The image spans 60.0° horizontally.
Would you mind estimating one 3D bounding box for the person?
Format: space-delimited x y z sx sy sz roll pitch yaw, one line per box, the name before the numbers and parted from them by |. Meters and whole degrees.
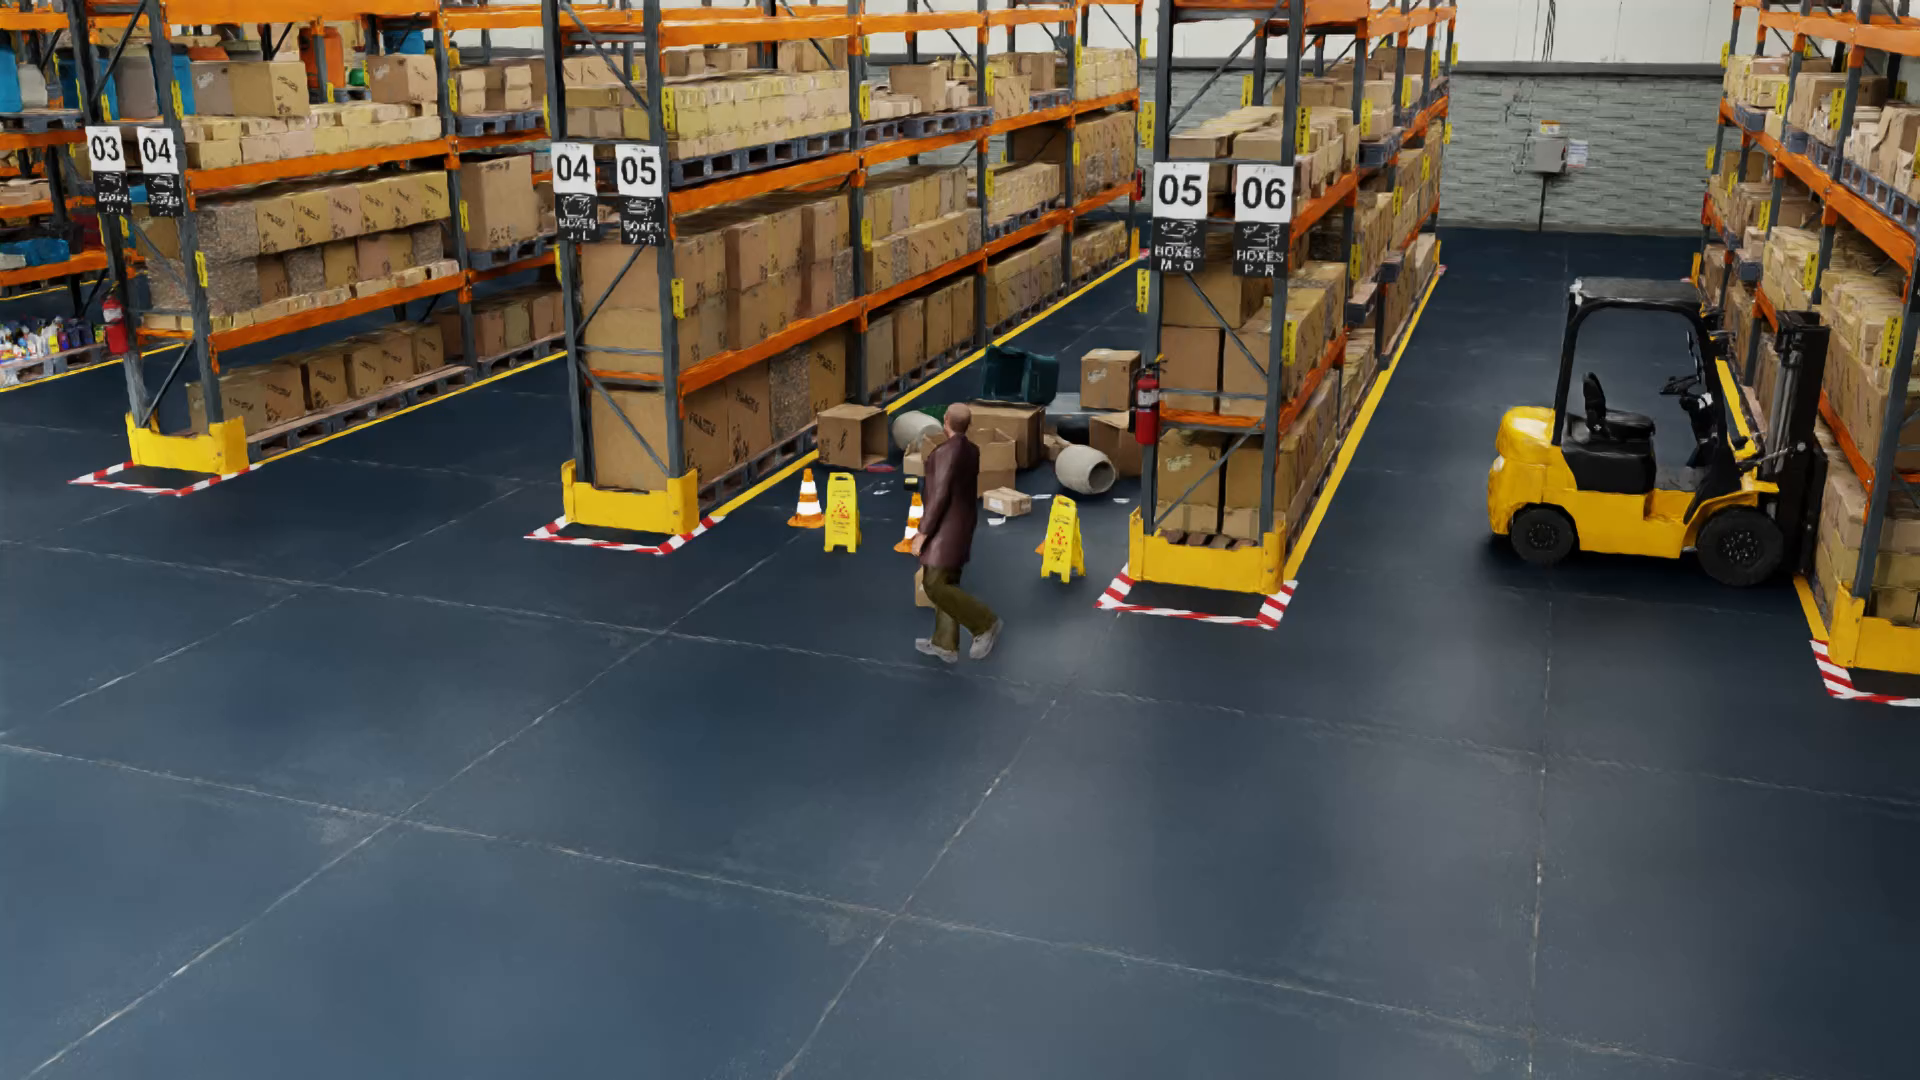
person | 0.003 -0.052 11.284 0.634 1.741 0.648 4 19 13
